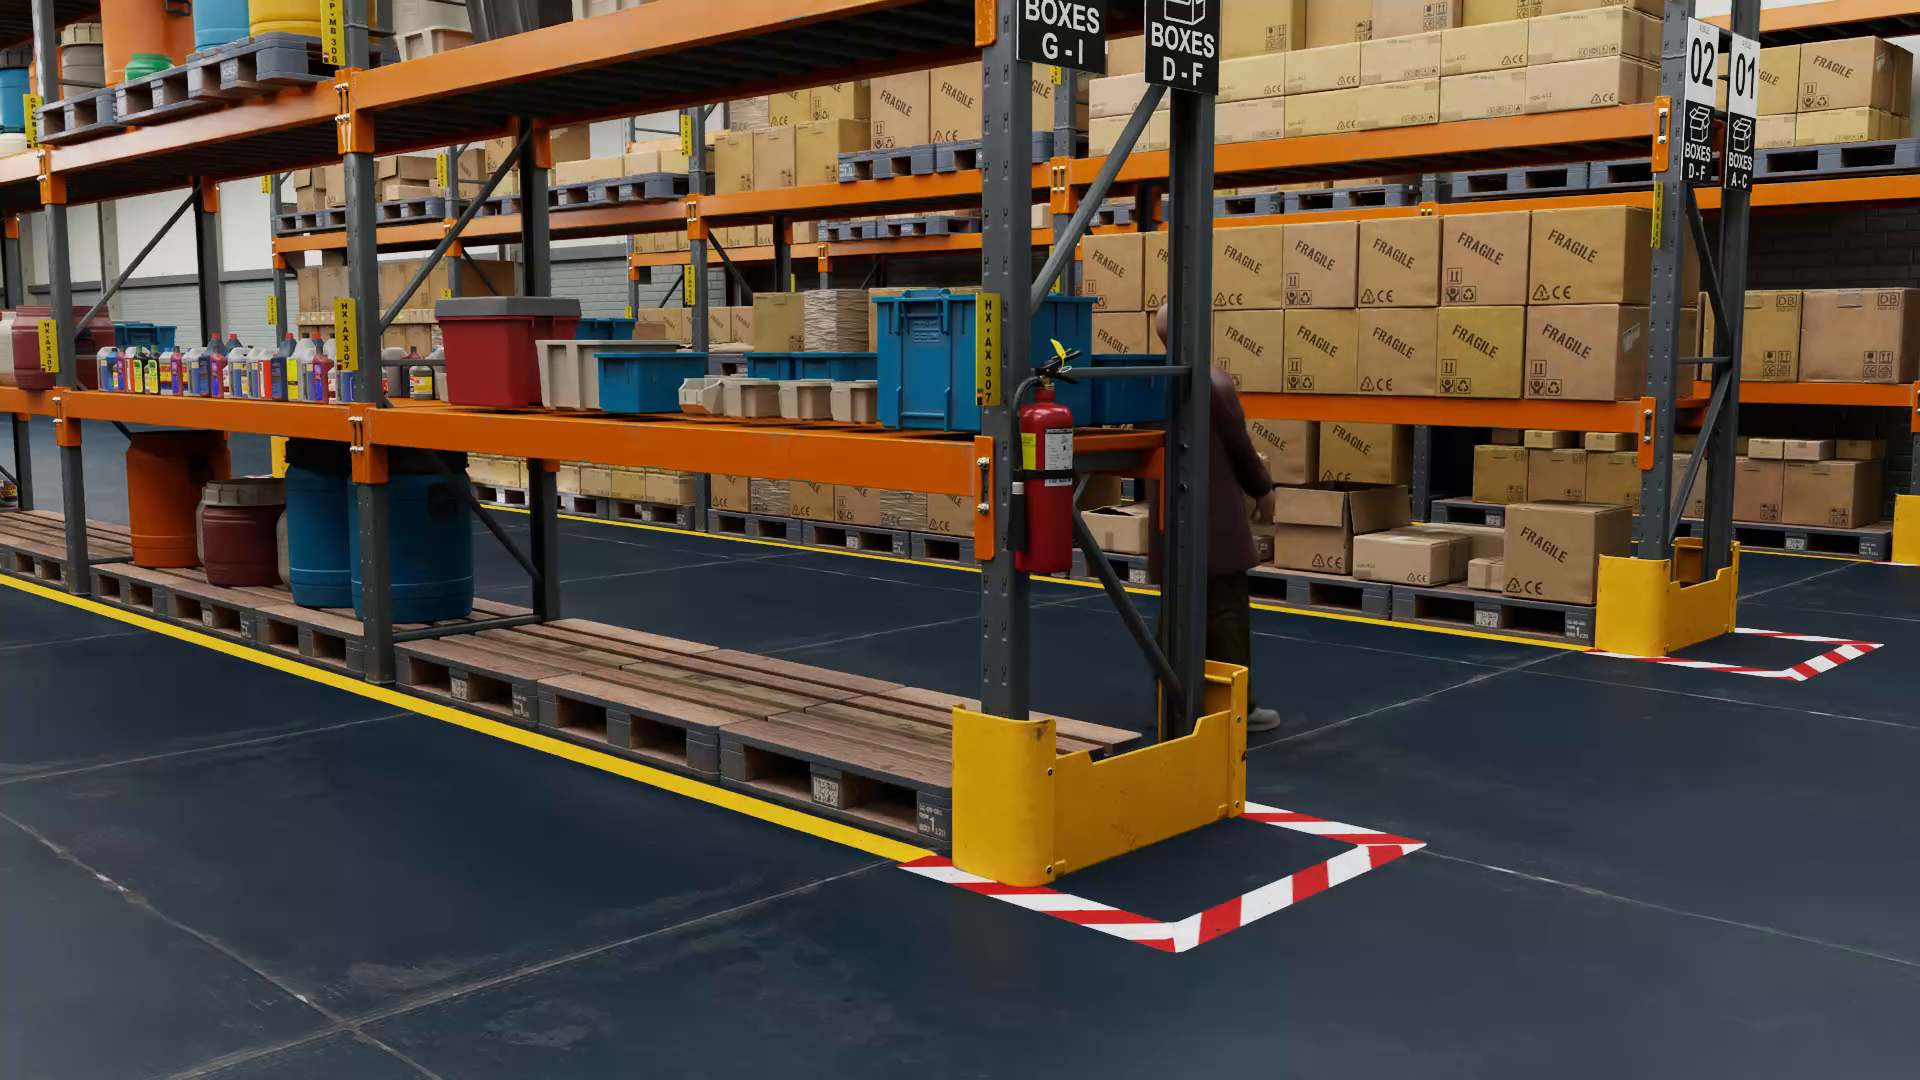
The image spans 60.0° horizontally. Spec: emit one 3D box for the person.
[{"bbox_3d":[1.025,-0.101,6.896,0.536,1.780,0.552,-6,9,-39],"label":"person"}]
